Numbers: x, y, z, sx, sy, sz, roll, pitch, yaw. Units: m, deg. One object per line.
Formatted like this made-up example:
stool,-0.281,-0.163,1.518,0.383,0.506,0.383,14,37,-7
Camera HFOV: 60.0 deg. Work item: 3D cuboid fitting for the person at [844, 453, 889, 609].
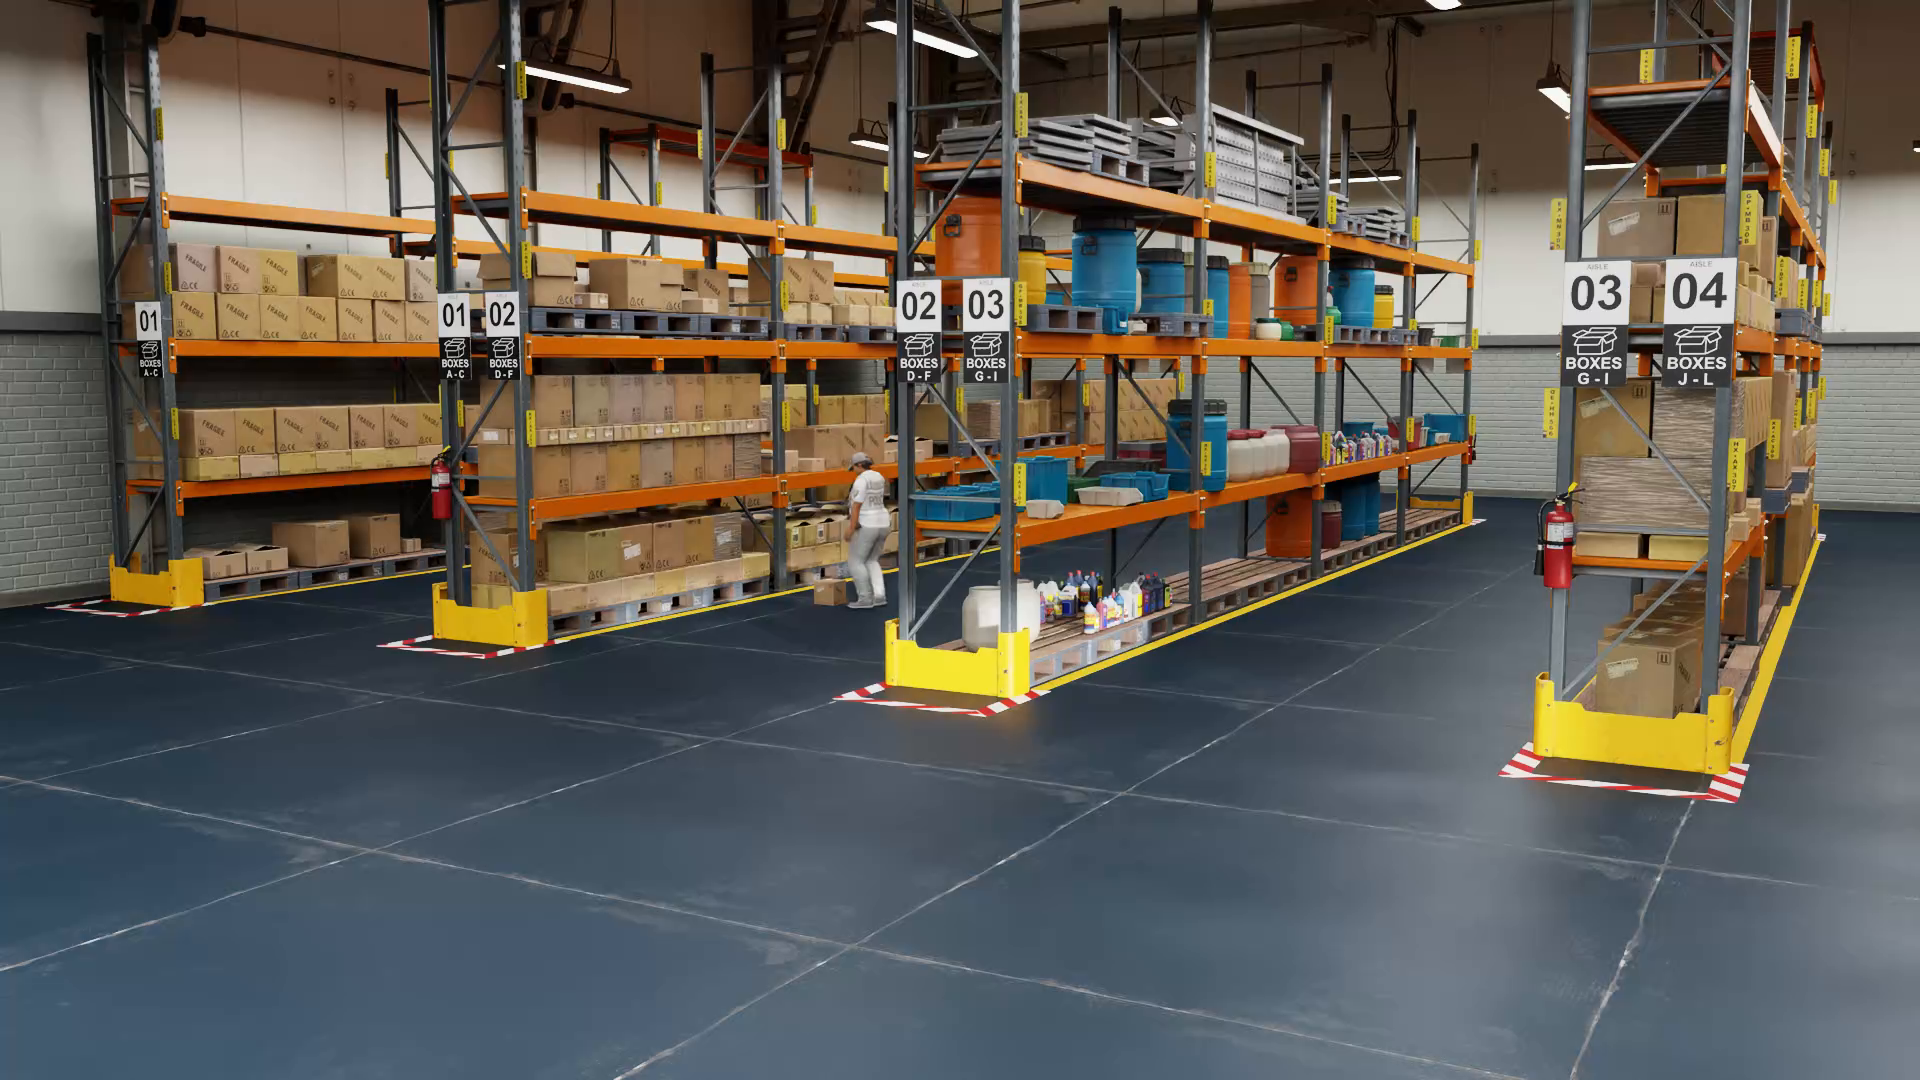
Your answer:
person,-1.001,-0.099,17.485,0.415,1.640,0.484,3,7,30
